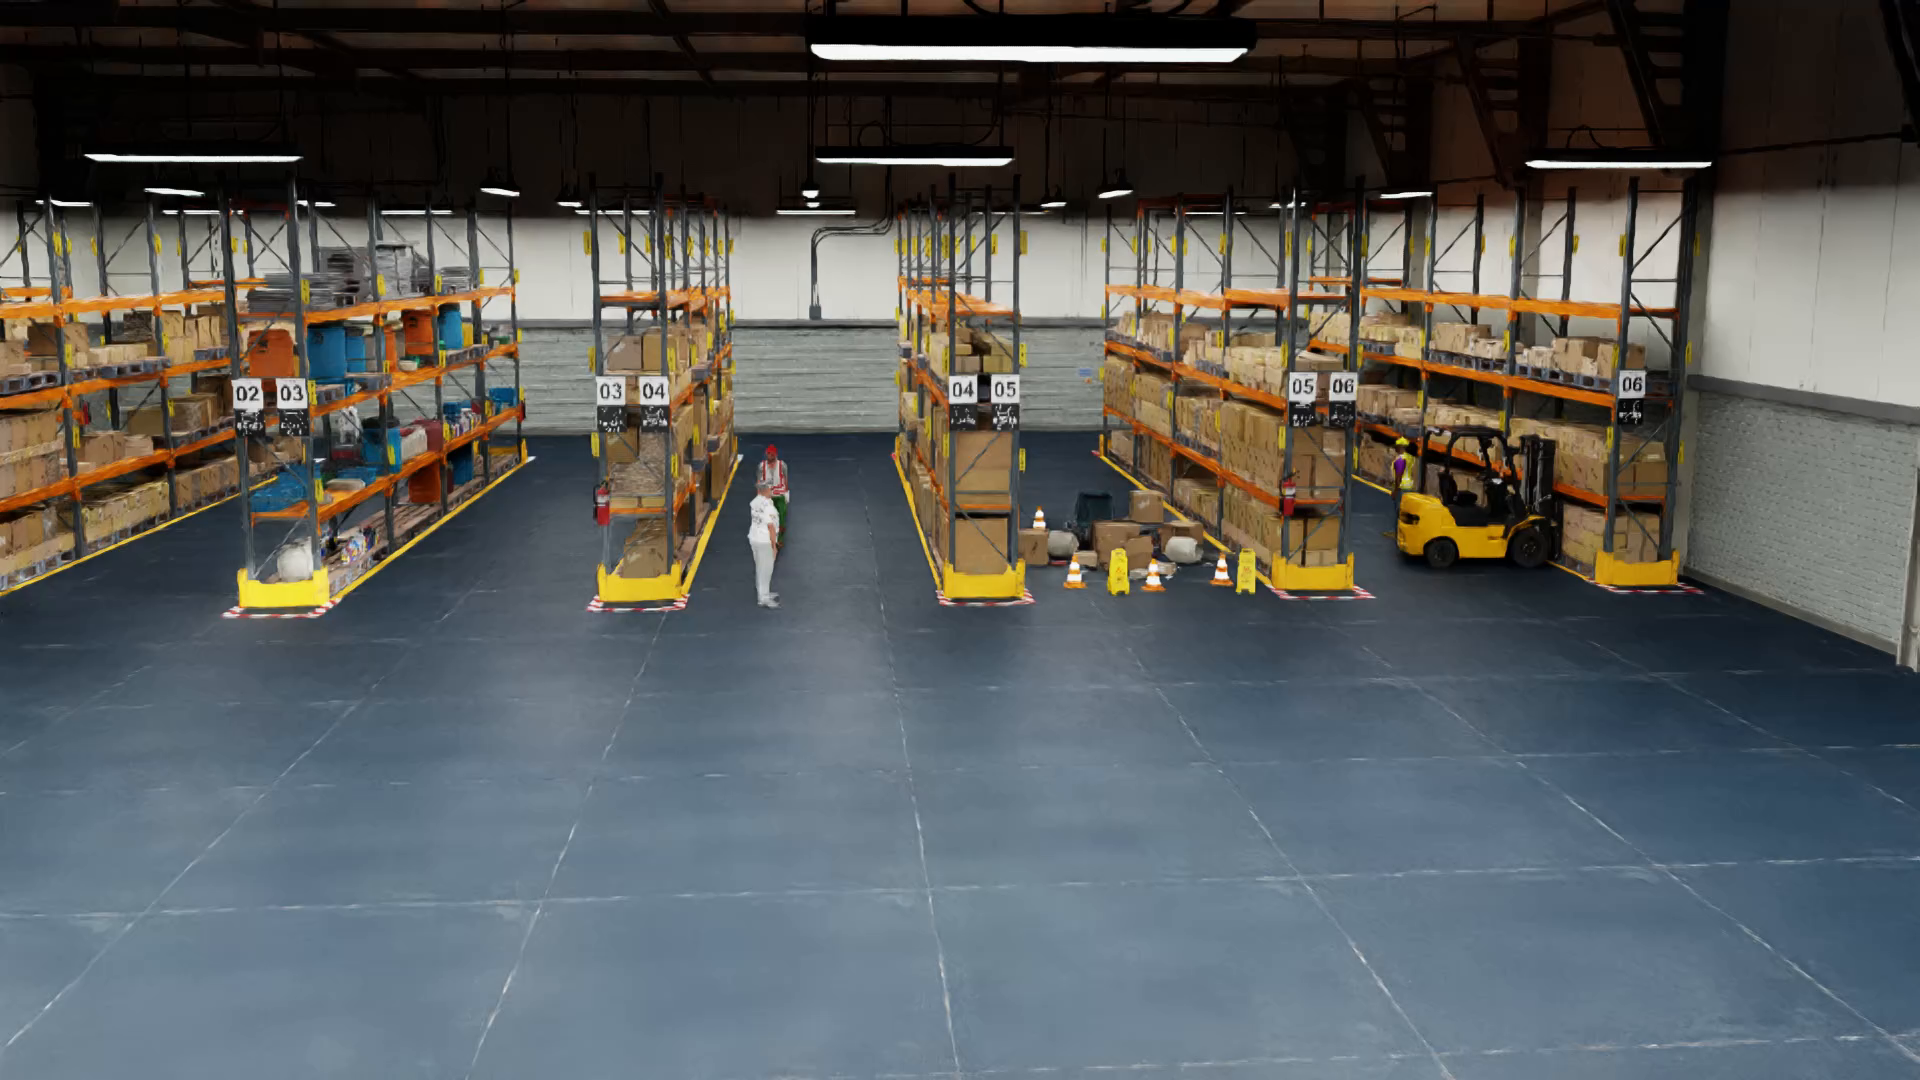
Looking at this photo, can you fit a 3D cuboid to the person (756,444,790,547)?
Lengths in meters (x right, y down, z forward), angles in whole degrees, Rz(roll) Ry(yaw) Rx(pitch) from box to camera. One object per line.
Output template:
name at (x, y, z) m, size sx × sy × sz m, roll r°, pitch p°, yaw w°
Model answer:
person at (-3.160, -0.768, 28.047) m, size 0.553 × 1.709 × 1.123 m, roll 0°, pitch 10°, yaw -2°

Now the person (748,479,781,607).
person at (-2.713, 0.020, 23.440) m, size 0.492 × 1.765 × 0.627 m, roll -6°, pitch 12°, yaw -32°

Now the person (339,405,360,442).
person at (-14.128, -2.554, 38.447) m, size 0.489 × 1.588 × 1.056 m, roll -2°, pitch 10°, yaw -9°

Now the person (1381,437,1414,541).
person at (7.543, -0.891, 28.581) m, size 0.580 × 1.763 × 0.673 m, roll 4°, pitch 11°, yaw 24°
